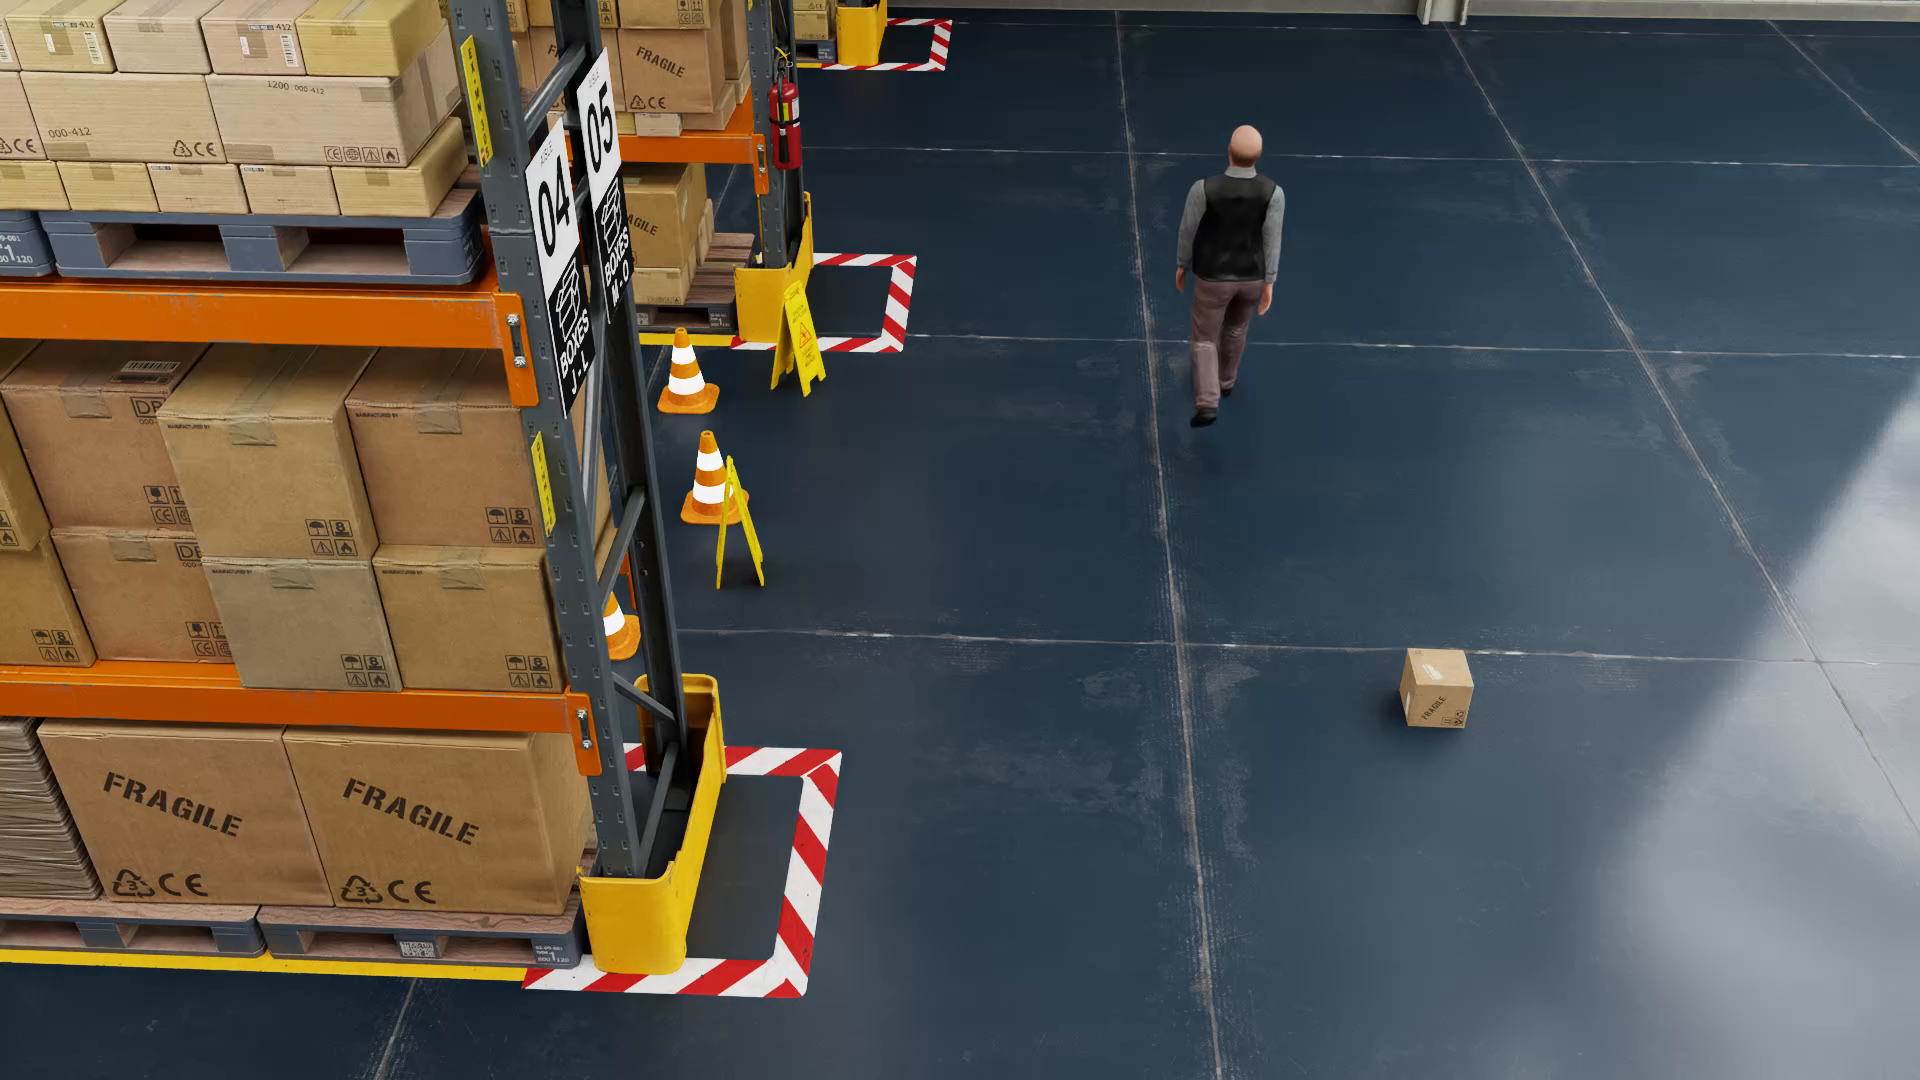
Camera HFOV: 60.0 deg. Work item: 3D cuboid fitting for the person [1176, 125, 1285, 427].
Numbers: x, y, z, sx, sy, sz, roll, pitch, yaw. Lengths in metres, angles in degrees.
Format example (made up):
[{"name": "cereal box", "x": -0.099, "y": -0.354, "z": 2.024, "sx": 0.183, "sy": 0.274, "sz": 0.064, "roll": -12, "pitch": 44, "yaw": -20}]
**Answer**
[{"name": "person", "x": 1.467, "y": -1.430, "z": 9.147, "sx": 0.548, "sy": 1.687, "sz": 0.926, "roll": 0, "pitch": 35, "yaw": 0}]
